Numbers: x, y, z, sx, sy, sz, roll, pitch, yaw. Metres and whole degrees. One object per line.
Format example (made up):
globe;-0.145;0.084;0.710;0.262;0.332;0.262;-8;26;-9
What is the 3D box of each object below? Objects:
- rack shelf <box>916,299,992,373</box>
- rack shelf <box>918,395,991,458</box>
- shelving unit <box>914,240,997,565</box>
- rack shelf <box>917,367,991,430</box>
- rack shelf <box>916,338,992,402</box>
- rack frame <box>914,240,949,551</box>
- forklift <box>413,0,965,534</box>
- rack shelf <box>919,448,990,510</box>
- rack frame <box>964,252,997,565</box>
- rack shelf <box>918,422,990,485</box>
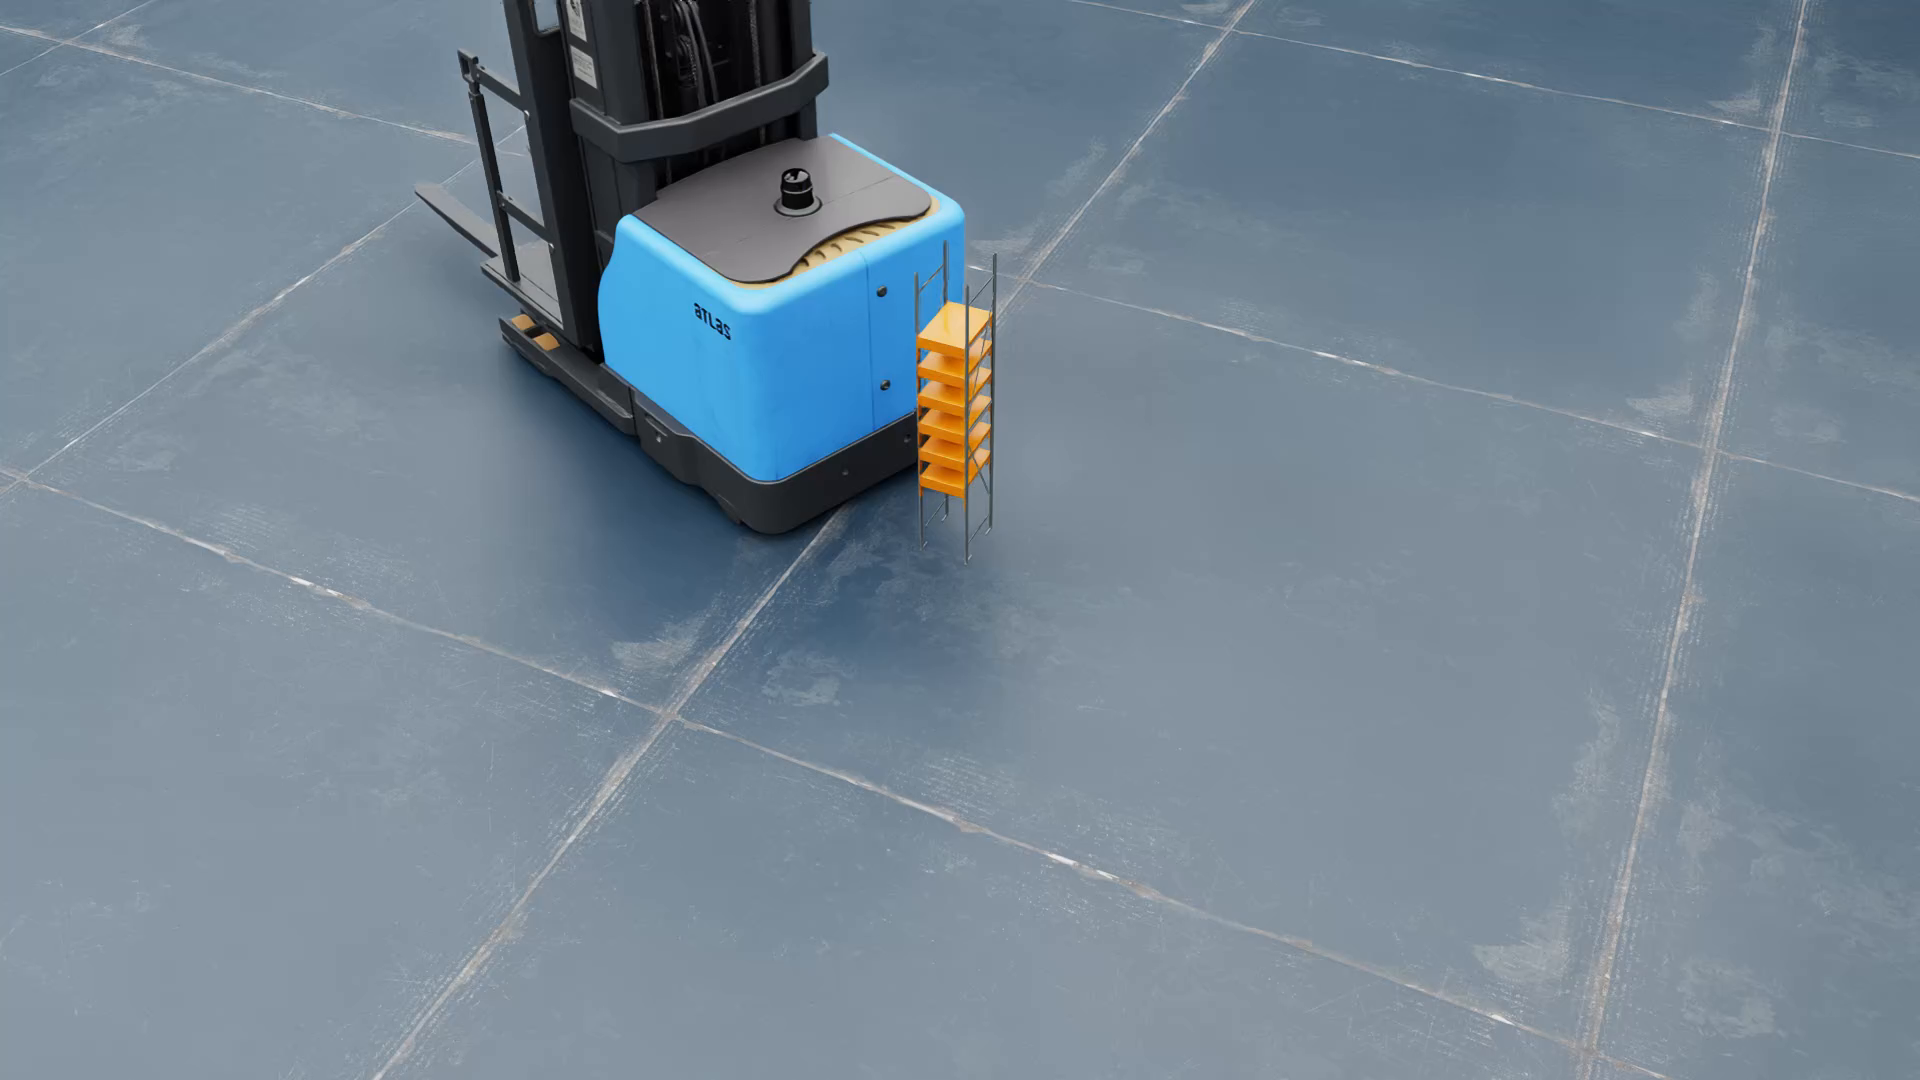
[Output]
rack shelf;-0.013;-0.696;5.655;0.180;0.103;0.258;17;44;19
rack shelf;-0.013;-0.424;5.891;0.180;0.103;0.258;17;44;19
shelving unit;-0.013;-0.457;5.862;0.189;1.200;0.258;17;44;19
rack shelf;-0.013;-0.514;5.812;0.180;0.103;0.258;17;44;19
rack shelf;-0.013;-0.605;5.734;0.180;0.103;0.258;17;44;19
rack frame;-0.096;-0.483;5.891;0.006;1.200;0.240;17;44;19
forklift;-1.322;-2.014;6.336;1.130;2.935;3.031;-30;49;-30
rack shelf;-0.013;-0.242;6.048;0.180;0.103;0.258;17;44;19
rack frame;0.070;-0.432;5.832;0.006;1.200;0.240;17;44;19
rack shelf;-0.013;-0.333;5.969;0.180;0.103;0.258;17;44;19
